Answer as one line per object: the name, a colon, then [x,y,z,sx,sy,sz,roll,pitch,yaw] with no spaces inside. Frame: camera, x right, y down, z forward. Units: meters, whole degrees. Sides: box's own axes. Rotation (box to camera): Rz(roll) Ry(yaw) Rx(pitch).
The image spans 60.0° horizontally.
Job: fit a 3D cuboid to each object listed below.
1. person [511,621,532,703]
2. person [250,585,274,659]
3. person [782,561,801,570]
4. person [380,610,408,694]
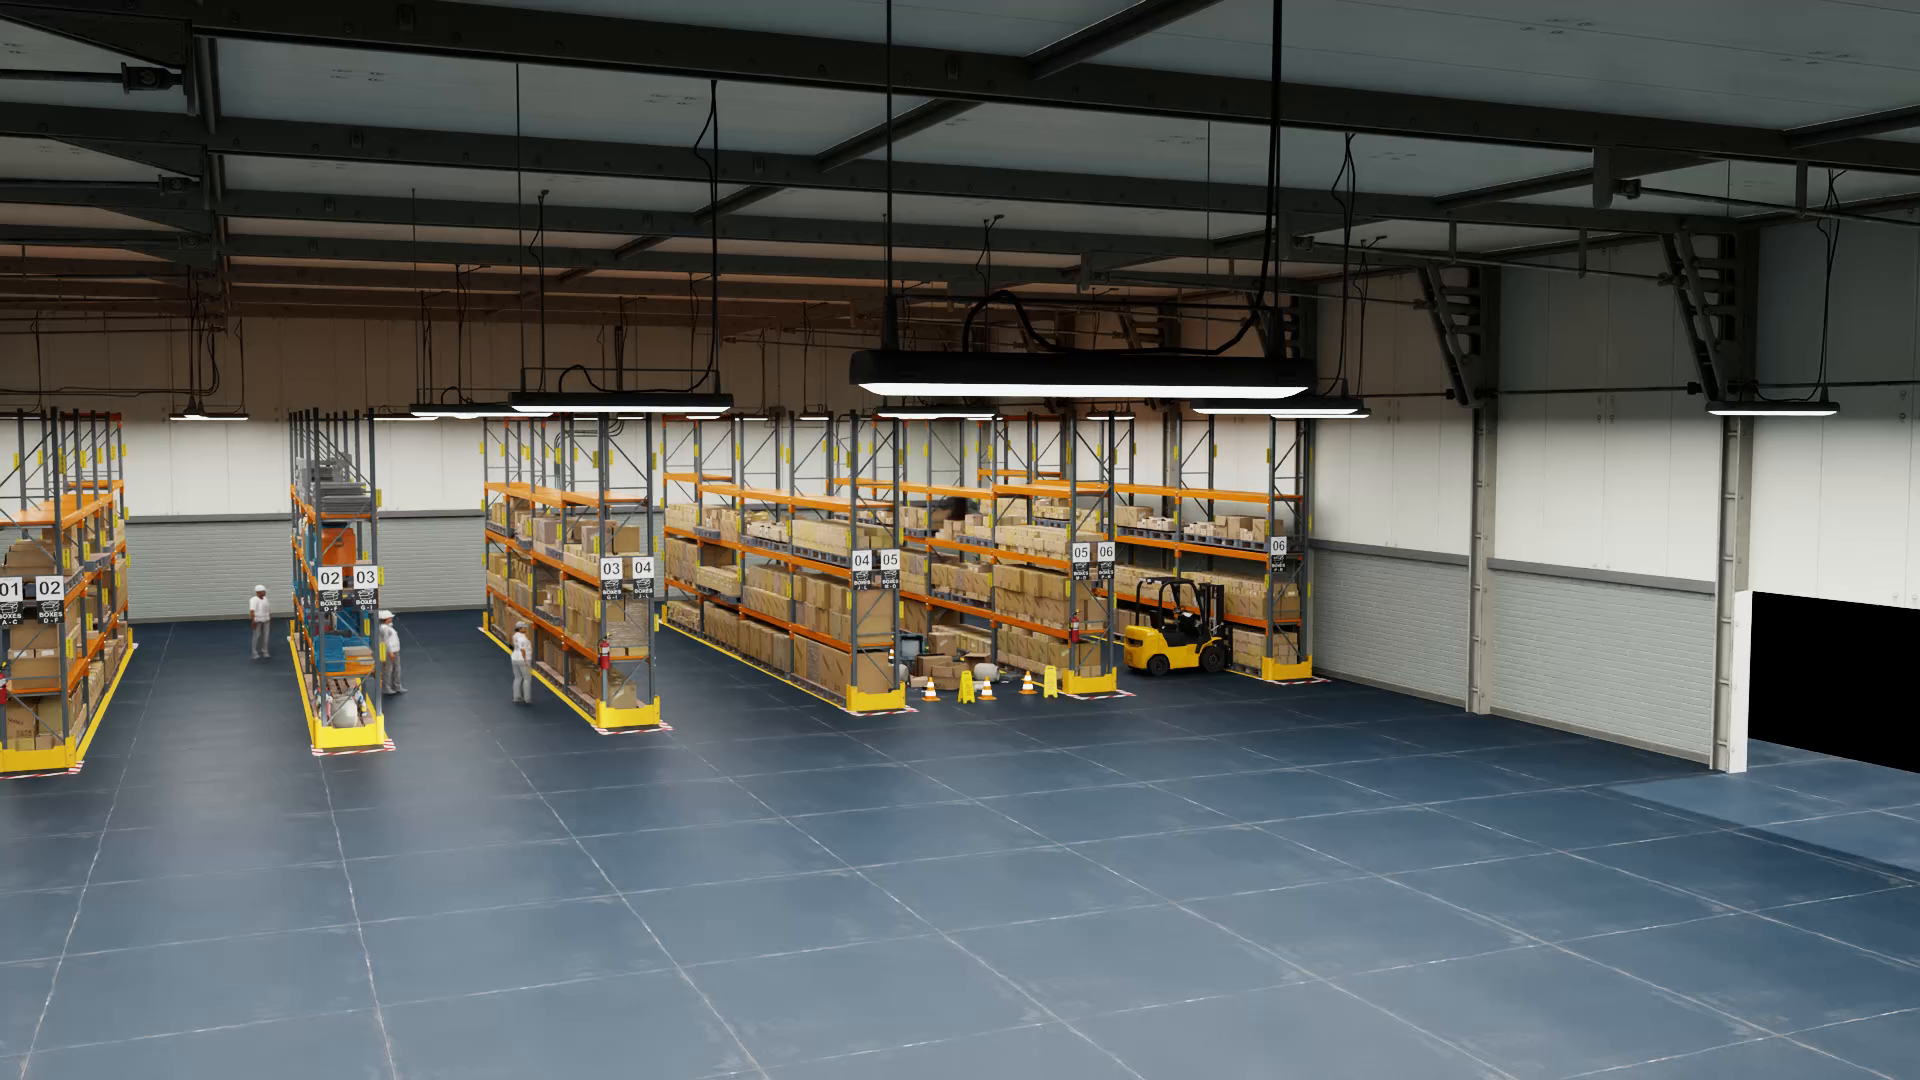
person: [-8.974,2.500,34.177,0.511,1.667,0.426,3,5,41]
person: [-17.091,1.989,40.675,0.375,1.785,0.624,2,5,32]
person: [-5.338,1.272,52.322,0.661,1.536,1.042,1,4,12]
person: [-12.040,2.378,35.244,0.509,1.788,0.615,1,4,8]
